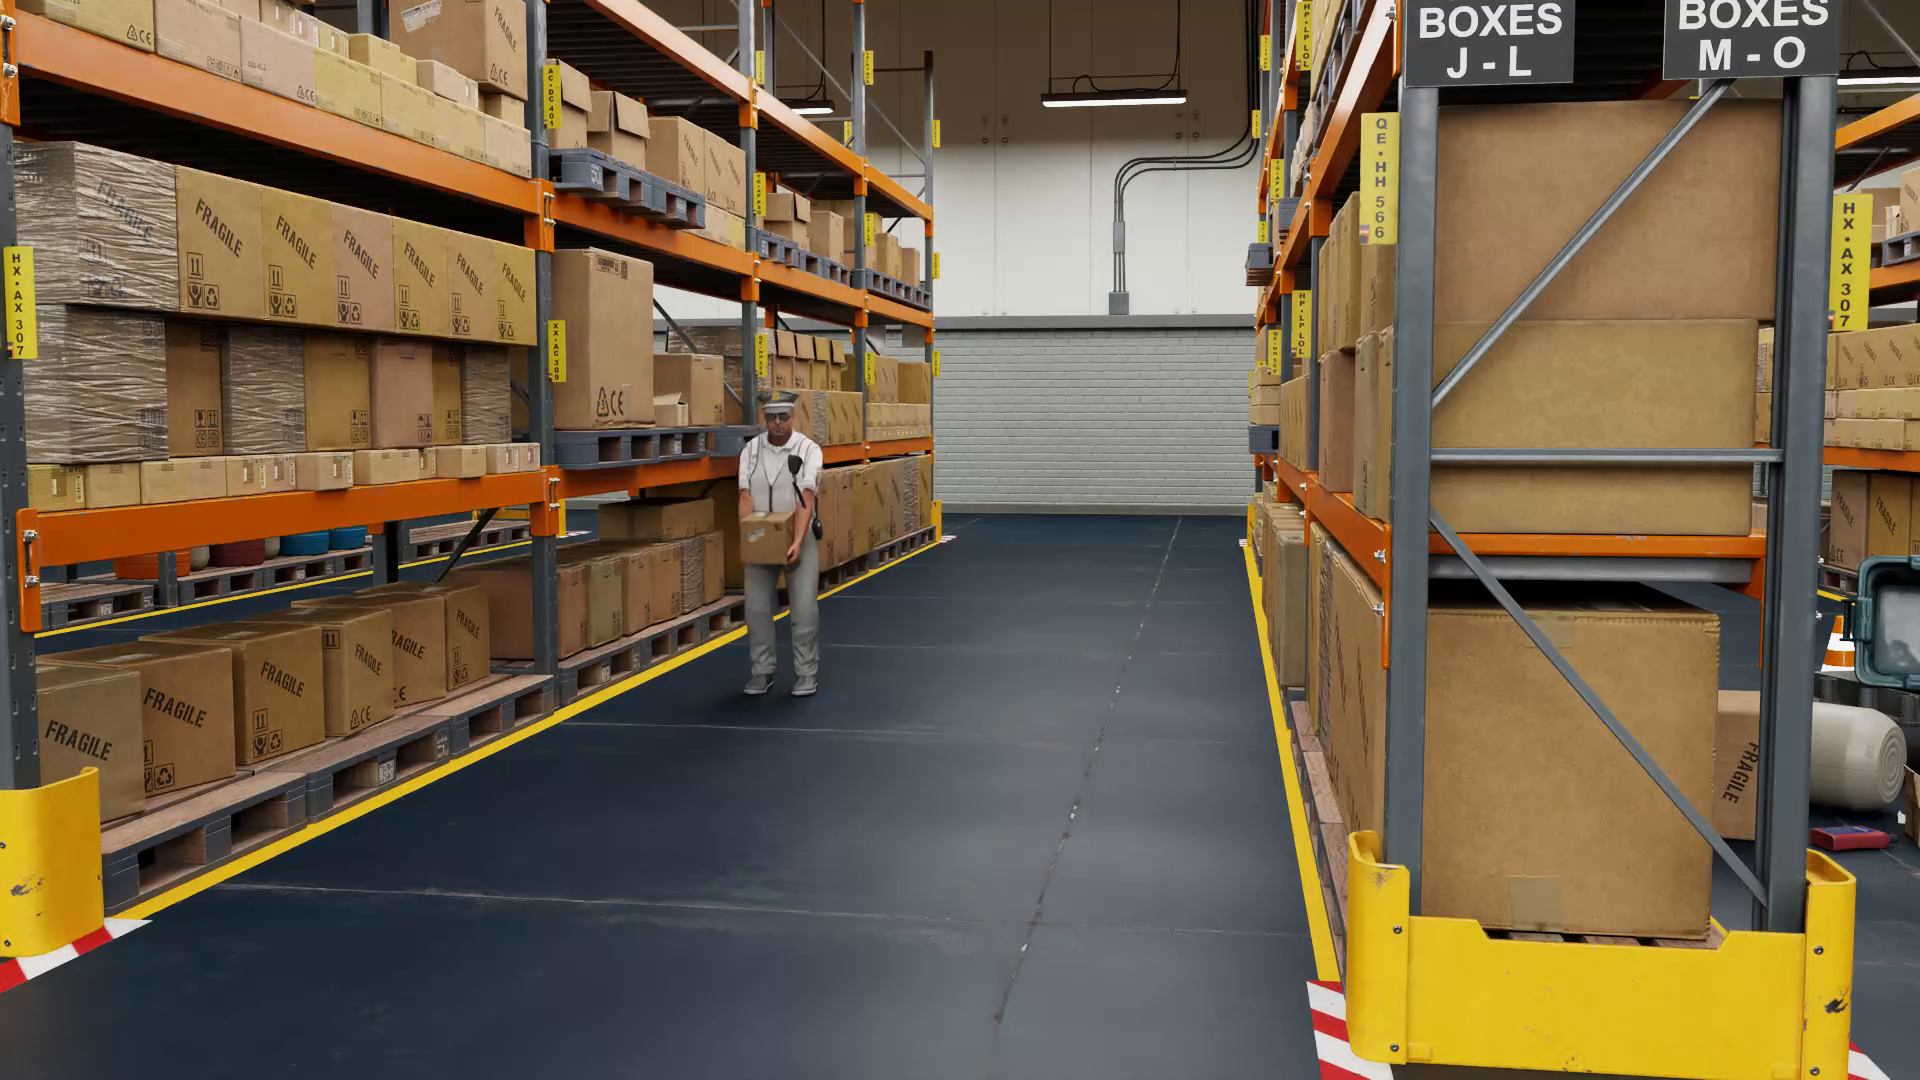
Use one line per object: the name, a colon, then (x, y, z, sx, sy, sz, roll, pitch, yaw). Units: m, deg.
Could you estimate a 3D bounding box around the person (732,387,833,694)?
person: (-1.013, -0.002, 9.588, 0.566, 1.752, 0.441, 1, 4, 7)
